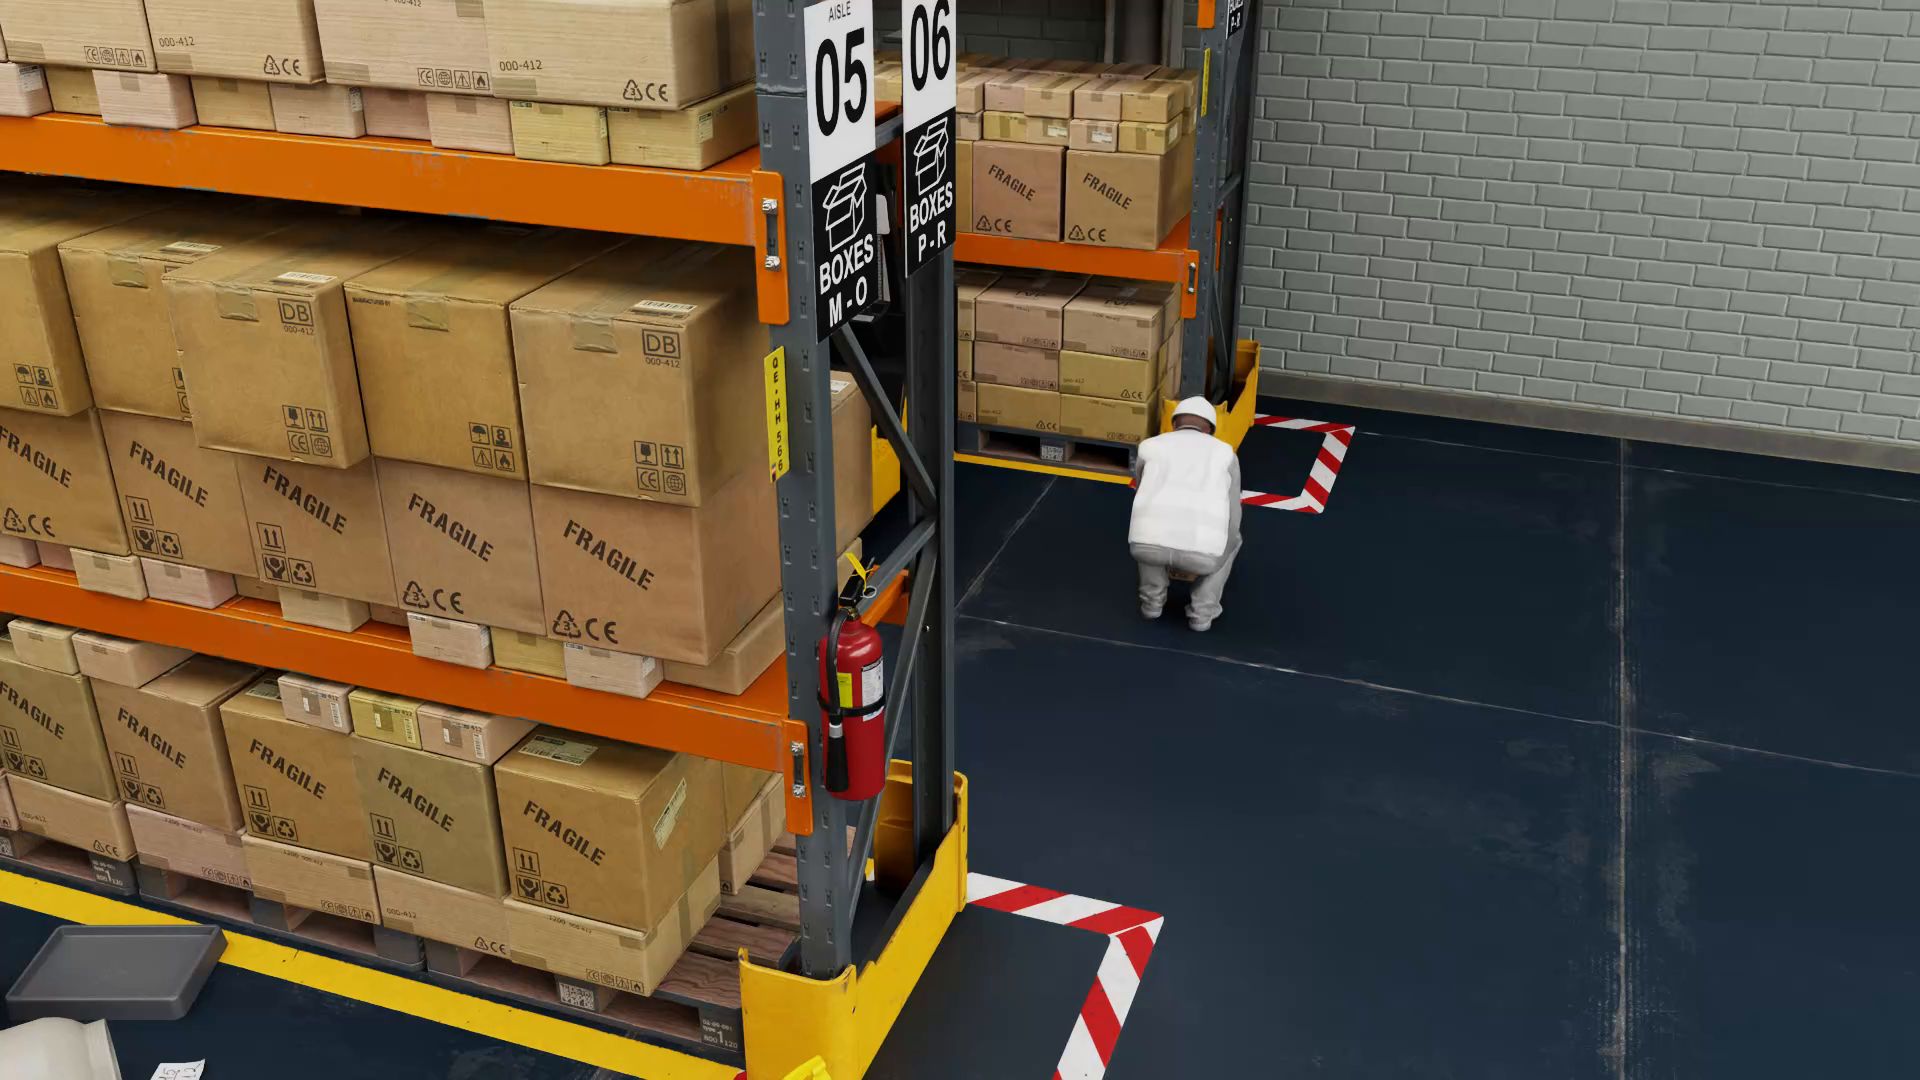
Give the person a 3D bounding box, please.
[{"bbox_3d":[1.060,-0.122,7.837,0.536,0.916,0.913,9,27,18],"label":"person"}]
